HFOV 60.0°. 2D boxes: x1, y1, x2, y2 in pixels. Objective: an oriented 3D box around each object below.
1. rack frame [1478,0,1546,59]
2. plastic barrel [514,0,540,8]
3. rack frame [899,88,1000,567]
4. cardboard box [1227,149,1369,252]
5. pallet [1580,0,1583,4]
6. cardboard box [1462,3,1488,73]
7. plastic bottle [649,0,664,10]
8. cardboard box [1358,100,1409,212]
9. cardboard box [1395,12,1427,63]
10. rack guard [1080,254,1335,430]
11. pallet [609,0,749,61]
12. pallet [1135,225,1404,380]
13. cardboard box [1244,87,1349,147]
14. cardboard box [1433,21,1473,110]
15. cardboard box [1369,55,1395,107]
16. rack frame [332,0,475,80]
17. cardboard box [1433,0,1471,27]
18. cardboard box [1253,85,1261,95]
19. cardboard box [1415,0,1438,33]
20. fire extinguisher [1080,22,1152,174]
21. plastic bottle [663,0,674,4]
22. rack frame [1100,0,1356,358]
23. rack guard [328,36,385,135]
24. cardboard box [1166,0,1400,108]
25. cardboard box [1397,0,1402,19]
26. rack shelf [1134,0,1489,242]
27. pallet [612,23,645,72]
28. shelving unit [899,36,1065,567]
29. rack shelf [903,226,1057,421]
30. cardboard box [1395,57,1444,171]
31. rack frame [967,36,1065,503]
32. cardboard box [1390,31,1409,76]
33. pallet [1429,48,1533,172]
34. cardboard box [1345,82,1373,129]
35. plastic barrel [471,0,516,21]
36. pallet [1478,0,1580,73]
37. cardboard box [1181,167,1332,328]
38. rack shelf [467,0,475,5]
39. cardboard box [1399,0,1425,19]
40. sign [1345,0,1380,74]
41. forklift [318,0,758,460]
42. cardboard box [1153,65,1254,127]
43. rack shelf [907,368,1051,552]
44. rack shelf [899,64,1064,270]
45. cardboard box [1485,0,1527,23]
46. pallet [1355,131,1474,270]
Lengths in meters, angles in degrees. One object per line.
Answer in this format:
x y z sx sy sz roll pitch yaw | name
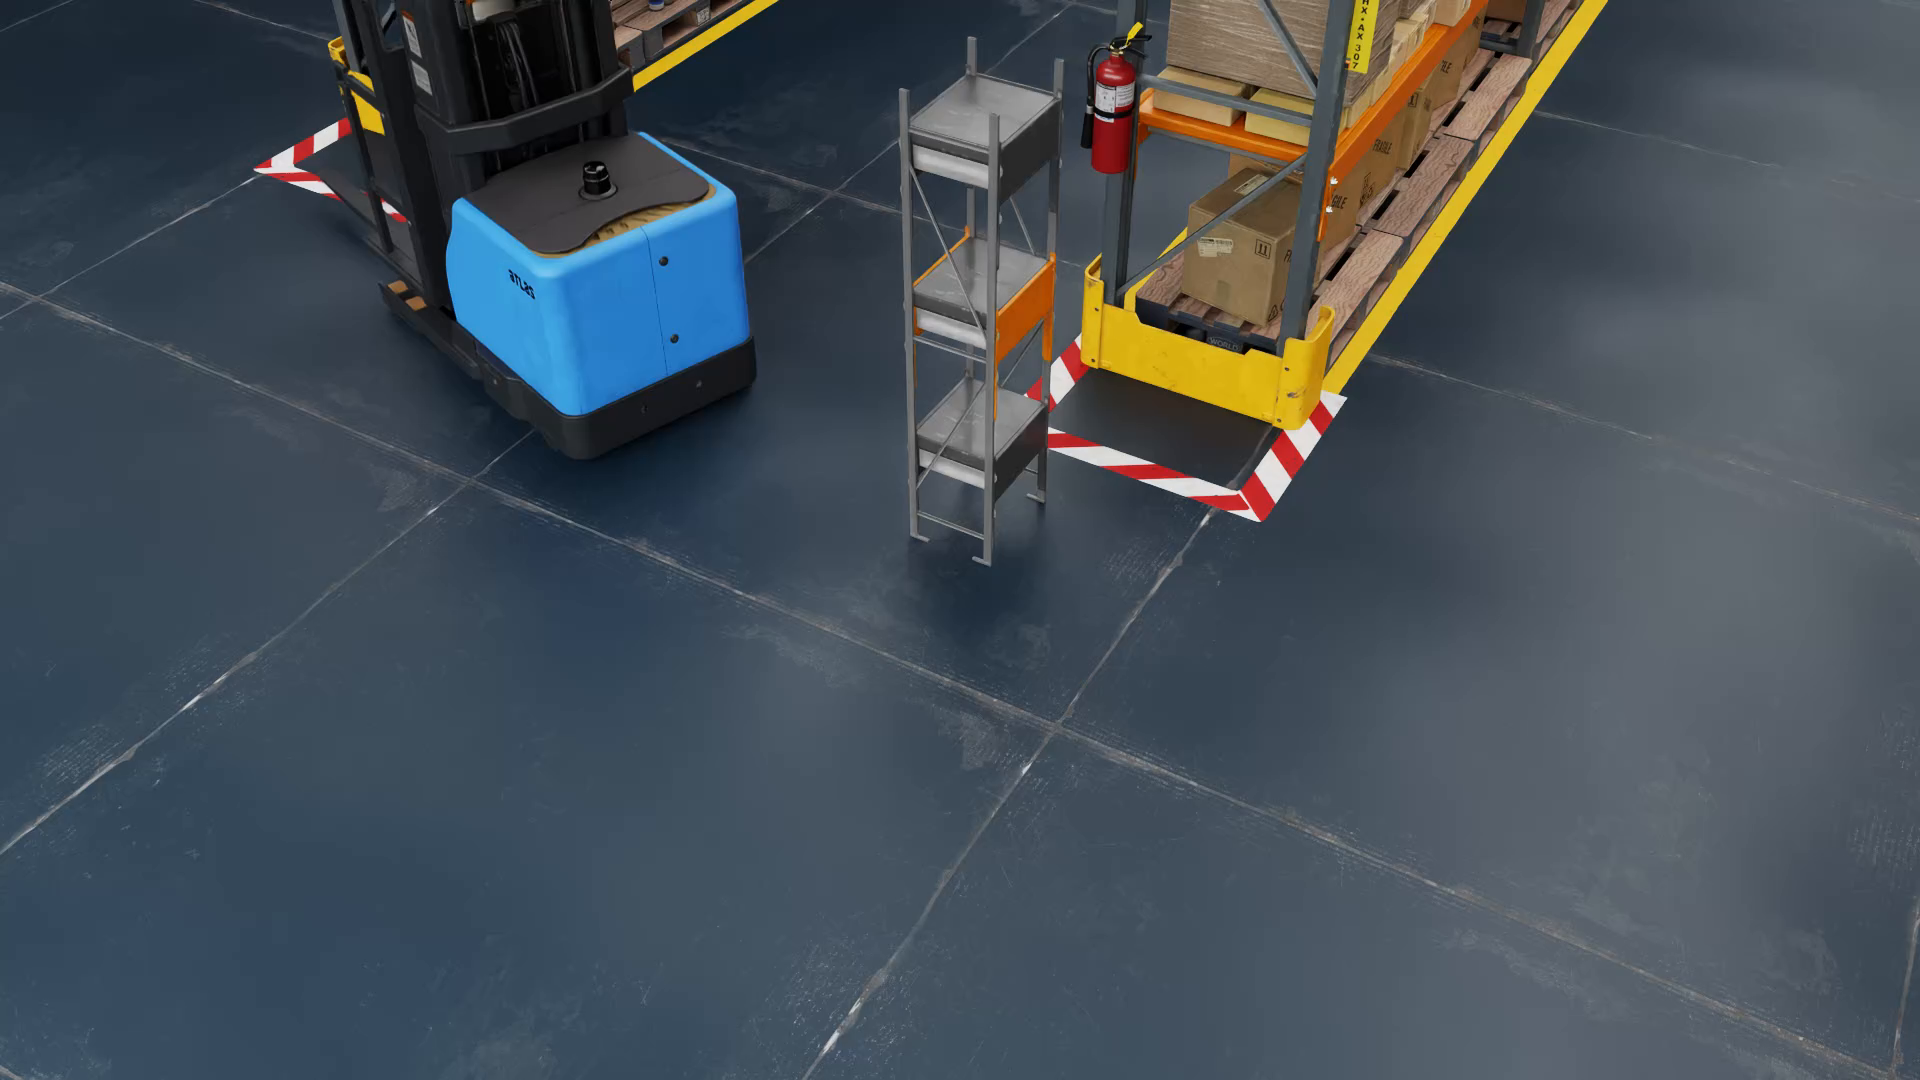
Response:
3.129 -4.163 9.708 1.000 3.000 0.127 21 45 22 | rack frame
-2.646 -3.425 10.435 0.421 0.512 0.421 0 41 0 | plastic barrel
-0.039 -0.743 6.505 0.400 2.100 0.015 21 45 22 | rack frame
1.724 -1.799 8.597 0.500 0.500 0.500 -33 51 -32 | cardboard box
4.127 -4.264 11.932 1.003 0.211 1.213 21 45 22 | pallet
2.895 -3.167 10.151 0.500 0.500 0.500 20 45 21 | cardboard box
-1.983 -3.588 10.786 0.097 0.271 0.097 0 41 0 | plastic bottle
2.054 -2.151 8.997 0.500 0.500 0.500 25 47 26 | cardboard box
1.995 -2.430 7.930 0.380 0.149 0.250 21 45 22 | cardboard box
1.166 -0.980 7.985 1.175 0.500 0.348 21 45 22 | rack guard
-2.141 -3.684 11.273 1.003 0.211 1.213 21 45 22 | pallet
1.603 -1.325 8.595 1.003 0.211 1.213 21 45 22 | pallet
1.477 -1.865 7.288 0.380 0.149 0.250 21 45 22 | cardboard box
2.615 -2.837 9.776 0.500 0.500 0.500 -30 50 -30 | cardboard box
1.757 -2.139 7.600 0.380 0.149 0.250 21 45 22 | cardboard box
-3.160 -3.513 8.969 1.000 3.000 0.127 21 45 22 | rack frame
2.311 -2.691 8.226 0.380 0.149 0.250 21 45 22 | cardboard box
1.217 -2.154 7.617 0.380 0.149 0.250 21 45 22 | cardboard box
2.097 -2.582 8.102 0.380 0.149 0.250 21 45 22 | cardboard box
0.672 -1.932 7.233 0.296 0.674 0.183 21 45 22 | fire extinguisher
-1.932 -3.621 10.877 0.097 0.201 0.097 0 41 0 | plastic bottle
1.128 -1.875 7.109 1.000 3.000 0.127 21 45 22 | rack frame
-3.163 -2.634 9.862 1.175 0.500 0.348 21 45 22 | rack guard
1.427 -2.329 7.325 0.875 0.500 0.500 21 45 22 | cardboard box
1.573 -2.655 7.695 0.875 0.500 0.500 21 45 22 | cardboard box
2.129 -2.749 8.646 1.077 0.370 4.000 21 45 22 | rack shelf
-2.752 -2.988 10.484 1.003 0.211 1.213 21 45 22 | pallet
0.083 -0.883 6.664 0.431 2.100 0.503 21 45 22 | shelving unit
0.083 -0.872 6.673 0.431 0.518 0.480 21 45 22 | rack shelf
2.372 -2.456 9.343 0.500 0.500 0.500 17 44 18 | cardboard box
0.205 -1.022 6.822 0.400 2.100 0.015 21 45 22 | rack frame
1.864 -2.289 7.770 0.380 0.149 0.250 21 45 22 | cardboard box
2.824 -2.721 10.180 1.003 0.211 1.213 21 45 22 | pallet
1.619 -2.001 7.443 0.380 0.149 0.250 21 45 22 | cardboard box
-2.897 -3.138 10.109 0.421 0.512 0.421 0 41 0 | plastic barrel
3.518 -3.563 11.136 1.003 0.211 1.213 21 45 22 | pallet
1.455 -1.446 8.196 0.500 0.500 0.500 30 49 29 | cardboard box
-2.160 -4.387 10.506 1.077 0.370 4.000 21 45 22 | rack shelf
1.861 -2.927 8.003 0.875 0.500 0.500 21 45 22 | cardboard box
1.598 -2.020 6.619 0.100 0.325 0.005 21 45 22 | sign
-2.323 -2.365 7.718 1.130 2.935 3.031 -30 49 -29 | forklift
1.092 -2.012 7.455 0.380 0.149 0.250 21 45 22 | cardboard box
0.083 -0.347 7.135 0.431 0.518 0.480 21 45 22 | rack shelf
0.083 -1.398 6.210 0.431 0.518 0.480 21 45 22 | rack shelf
3.455 -3.735 10.780 0.700 0.500 0.500 18 44 19 | cardboard box
2.214 -2.020 9.384 1.003 0.211 1.213 21 45 22 | pallet
